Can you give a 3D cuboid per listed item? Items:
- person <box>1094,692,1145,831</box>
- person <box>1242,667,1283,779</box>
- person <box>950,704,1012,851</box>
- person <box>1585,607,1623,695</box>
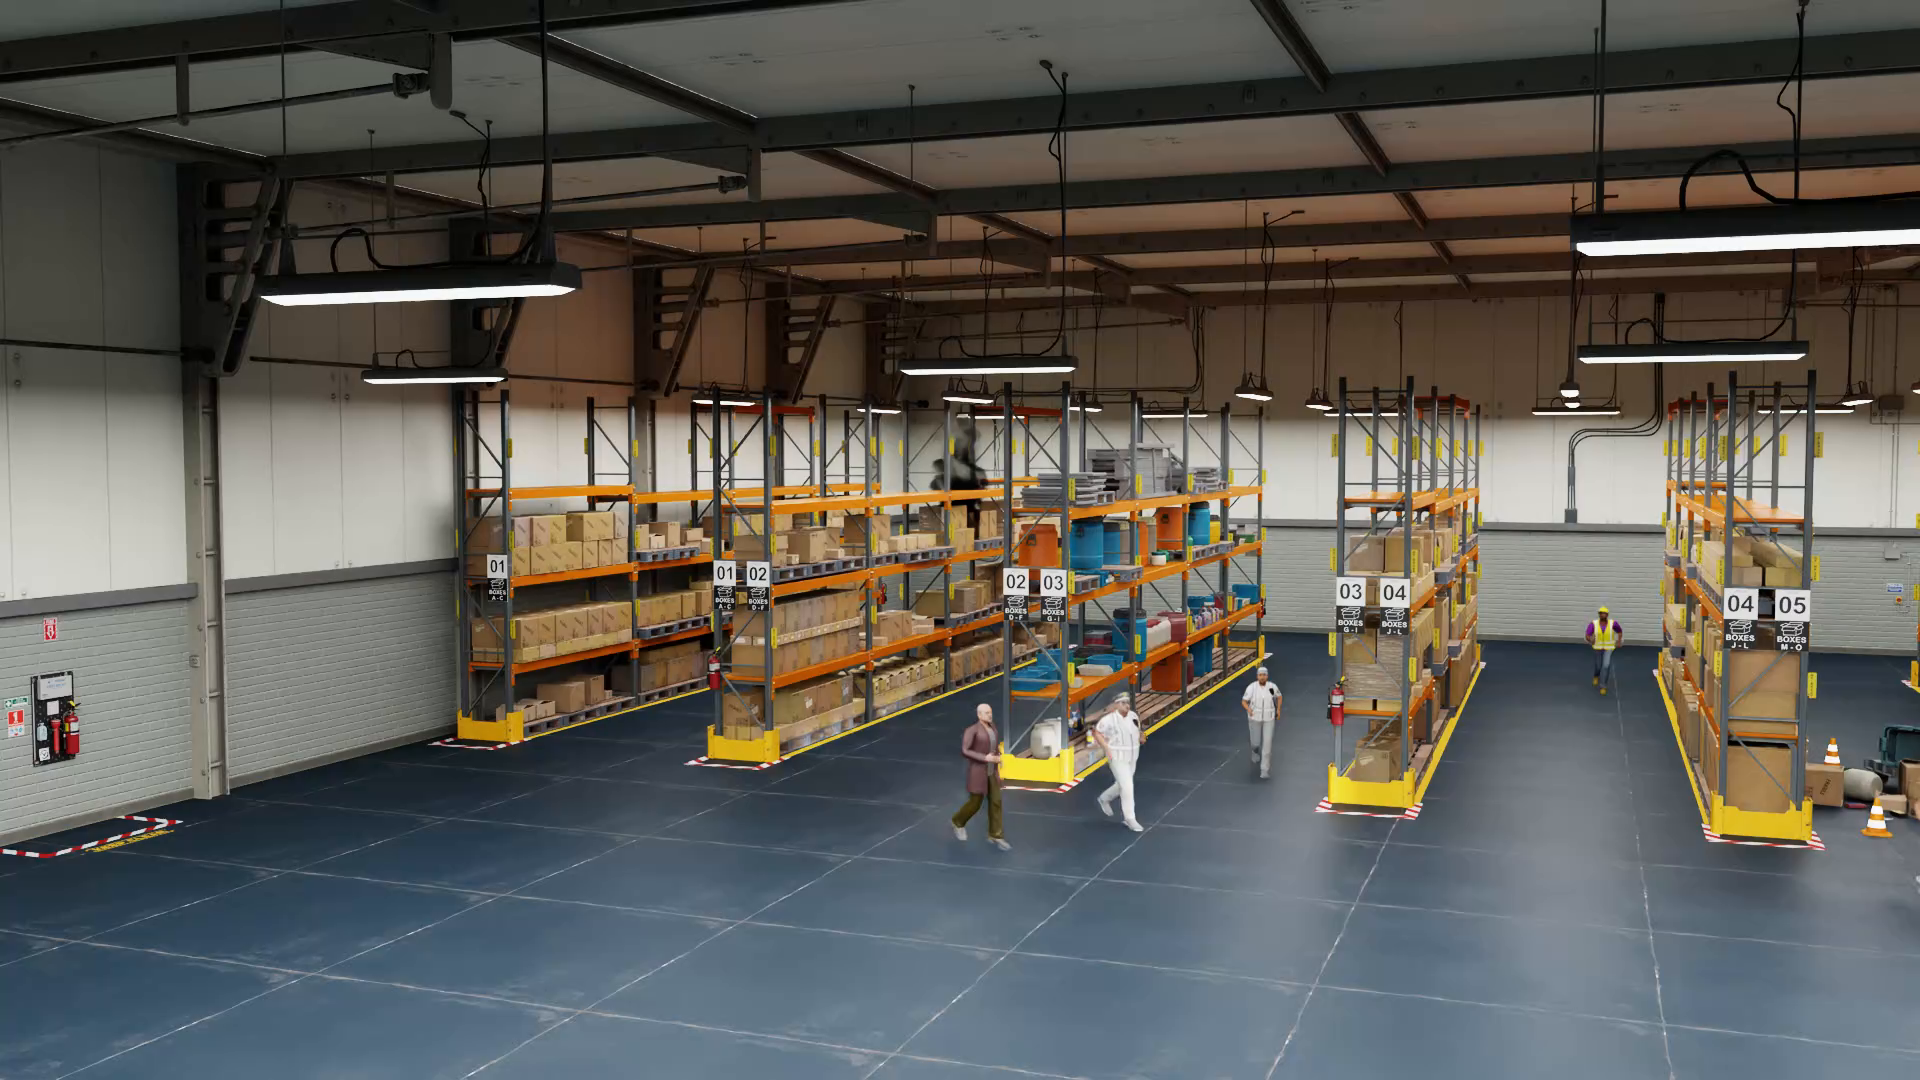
[{"bbox_3d":[2.153,2.900,22.111,0.647,1.803,0.911,-2,4,-37],"label":"person"},{"bbox_3d":[4.658,2.784,25.609,0.622,1.676,0.837,0,3,8],"label":"person"},{"bbox_3d":[0.271,2.953,20.942,0.732,1.807,0.947,-3,4,-45],"label":"person"},{"bbox_3d":[13.209,2.251,34.123,0.709,1.766,0.927,1,3,23],"label":"person"}]
